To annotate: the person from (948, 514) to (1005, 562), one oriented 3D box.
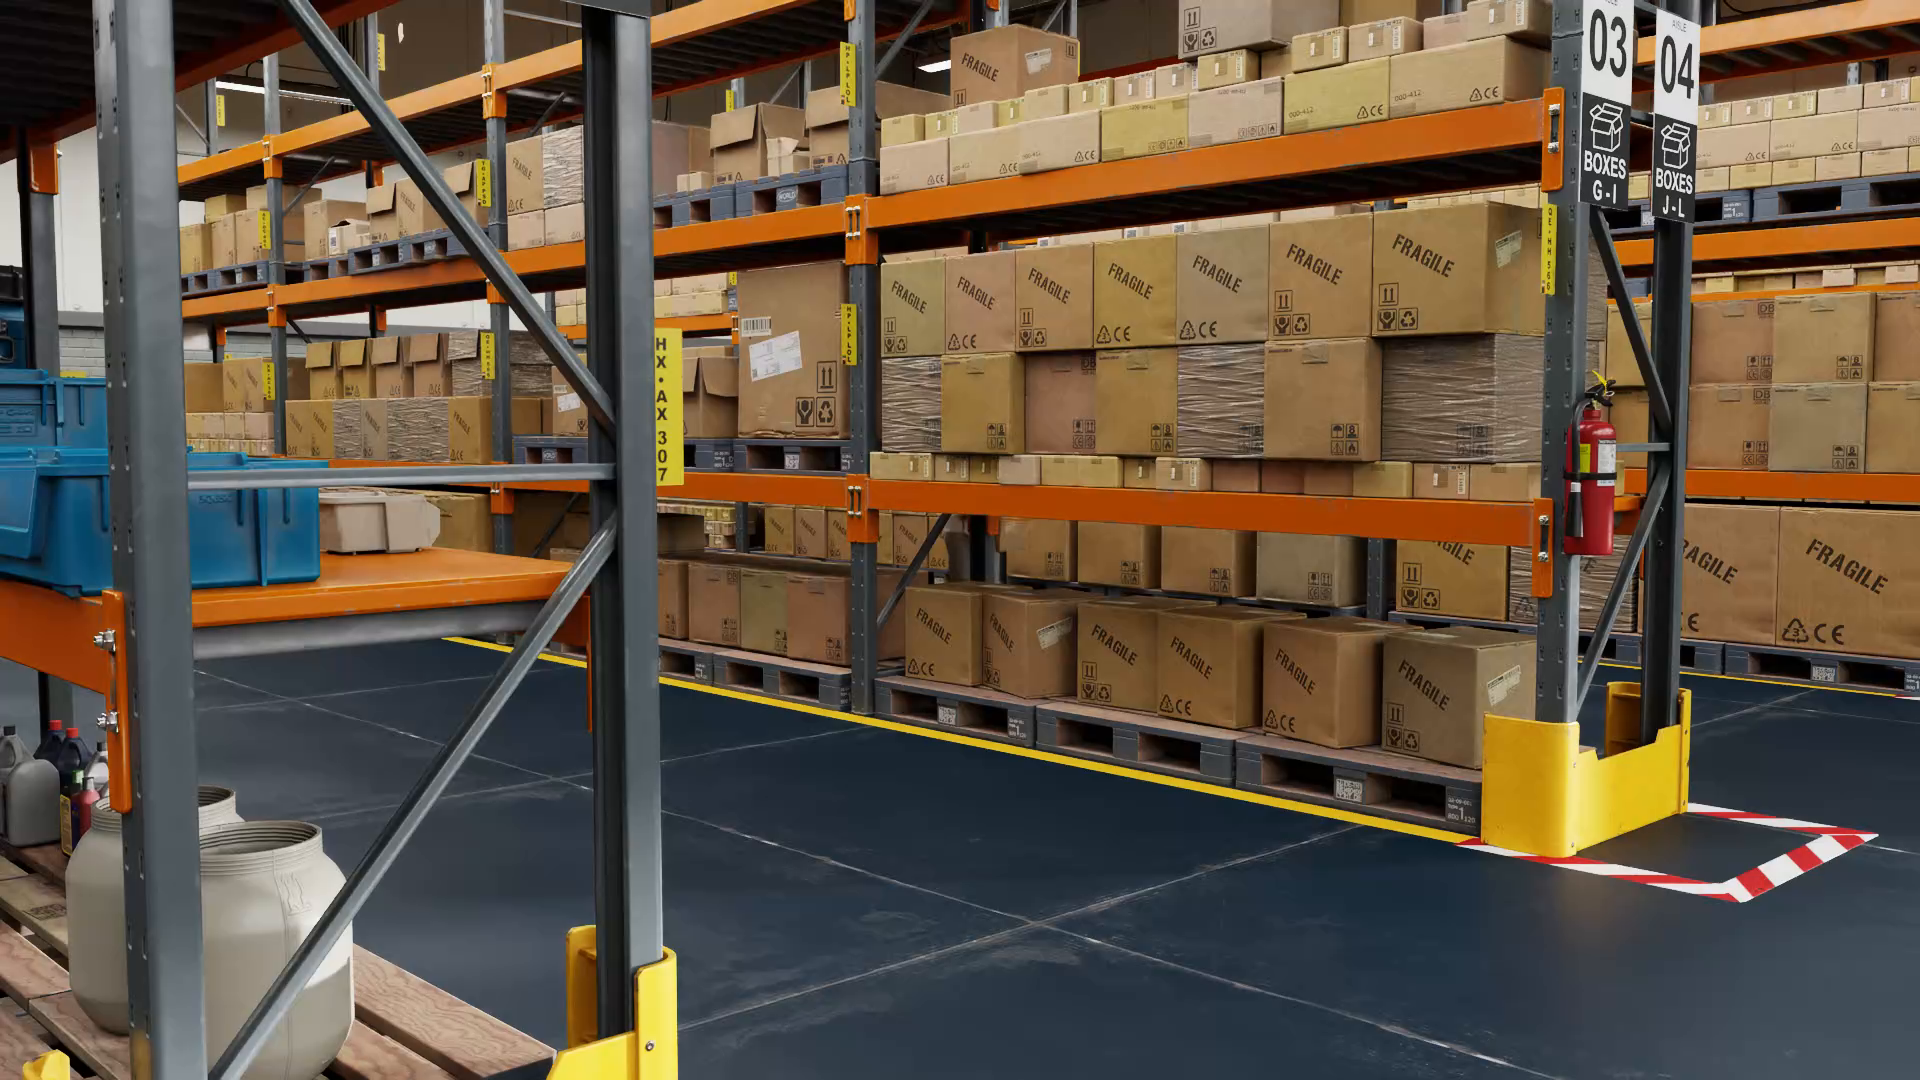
[{"bbox_3d":[0.132,-0.005,11.116,0.323,1.660,0.530,4,5,42],"label":"person"}]
